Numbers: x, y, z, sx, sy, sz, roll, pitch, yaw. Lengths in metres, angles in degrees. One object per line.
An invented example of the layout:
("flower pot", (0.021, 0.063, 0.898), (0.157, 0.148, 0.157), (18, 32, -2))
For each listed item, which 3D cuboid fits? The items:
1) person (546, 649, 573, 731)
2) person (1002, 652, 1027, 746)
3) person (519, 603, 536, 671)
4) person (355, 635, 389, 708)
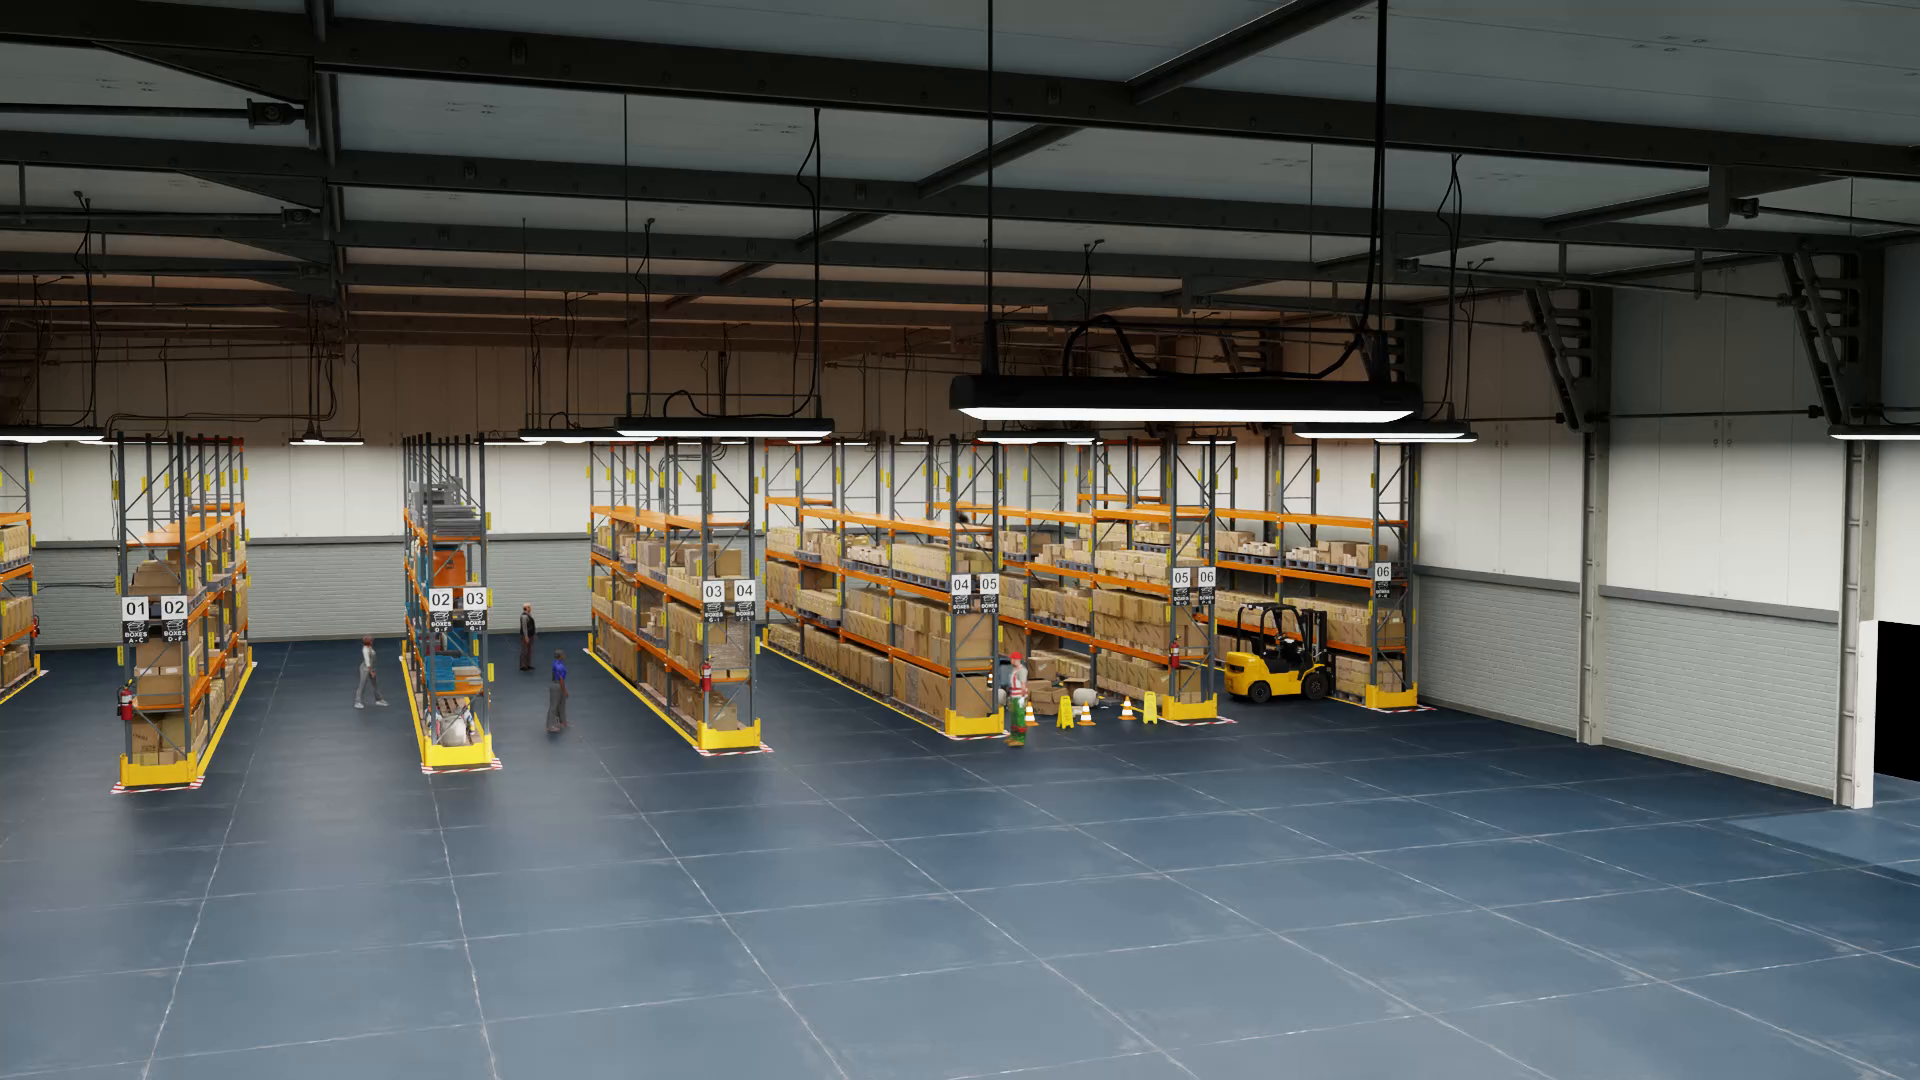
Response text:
("person", (-8.145, 3.092, 33.768), (0.518, 1.588, 0.642), (-1, 3, -11))
("person", (1.057, 3.042, 32.021), (0.431, 1.792, 0.598), (-1, 3, -20))
("person", (-11.134, 2.489, 42.804), (0.371, 1.736, 0.574), (1, 3, 10))
("person", (-13.024, 2.890, 36.722), (0.603, 1.587, 0.581), (0, 3, 5))
